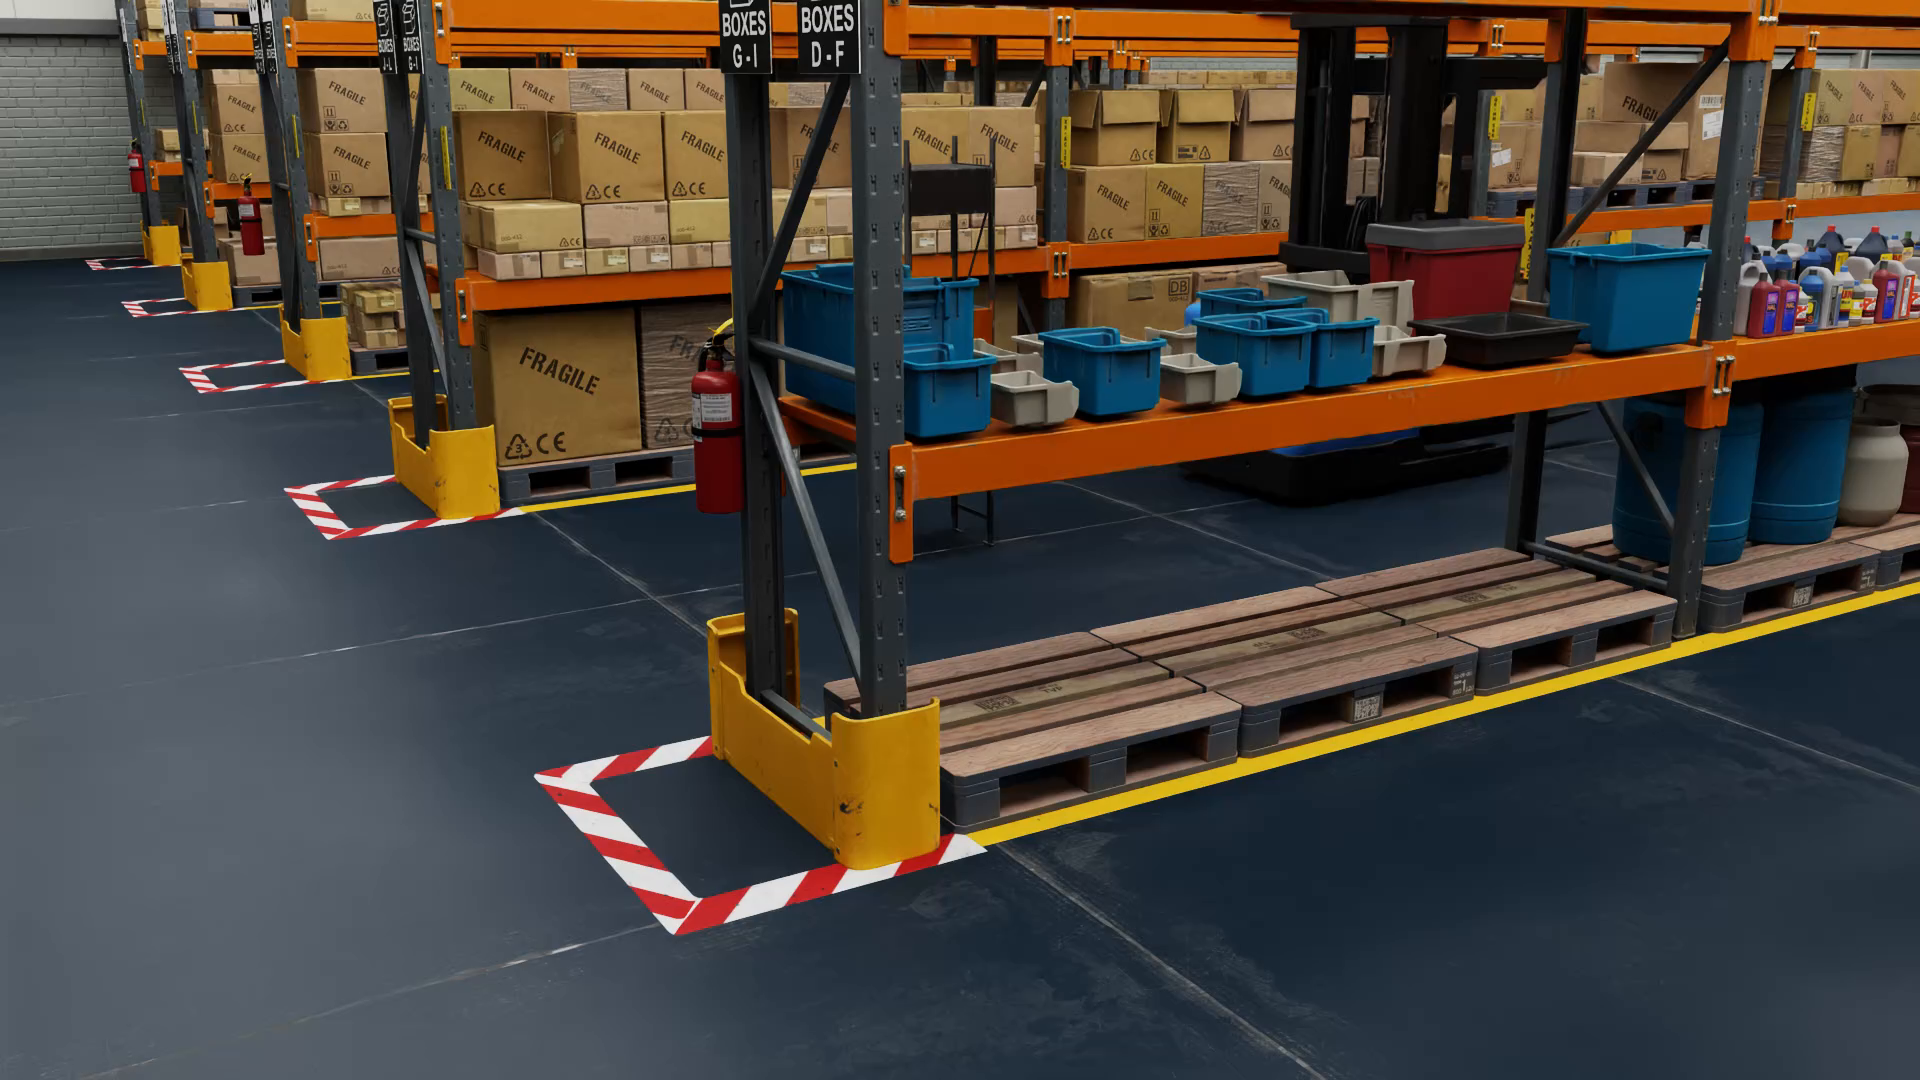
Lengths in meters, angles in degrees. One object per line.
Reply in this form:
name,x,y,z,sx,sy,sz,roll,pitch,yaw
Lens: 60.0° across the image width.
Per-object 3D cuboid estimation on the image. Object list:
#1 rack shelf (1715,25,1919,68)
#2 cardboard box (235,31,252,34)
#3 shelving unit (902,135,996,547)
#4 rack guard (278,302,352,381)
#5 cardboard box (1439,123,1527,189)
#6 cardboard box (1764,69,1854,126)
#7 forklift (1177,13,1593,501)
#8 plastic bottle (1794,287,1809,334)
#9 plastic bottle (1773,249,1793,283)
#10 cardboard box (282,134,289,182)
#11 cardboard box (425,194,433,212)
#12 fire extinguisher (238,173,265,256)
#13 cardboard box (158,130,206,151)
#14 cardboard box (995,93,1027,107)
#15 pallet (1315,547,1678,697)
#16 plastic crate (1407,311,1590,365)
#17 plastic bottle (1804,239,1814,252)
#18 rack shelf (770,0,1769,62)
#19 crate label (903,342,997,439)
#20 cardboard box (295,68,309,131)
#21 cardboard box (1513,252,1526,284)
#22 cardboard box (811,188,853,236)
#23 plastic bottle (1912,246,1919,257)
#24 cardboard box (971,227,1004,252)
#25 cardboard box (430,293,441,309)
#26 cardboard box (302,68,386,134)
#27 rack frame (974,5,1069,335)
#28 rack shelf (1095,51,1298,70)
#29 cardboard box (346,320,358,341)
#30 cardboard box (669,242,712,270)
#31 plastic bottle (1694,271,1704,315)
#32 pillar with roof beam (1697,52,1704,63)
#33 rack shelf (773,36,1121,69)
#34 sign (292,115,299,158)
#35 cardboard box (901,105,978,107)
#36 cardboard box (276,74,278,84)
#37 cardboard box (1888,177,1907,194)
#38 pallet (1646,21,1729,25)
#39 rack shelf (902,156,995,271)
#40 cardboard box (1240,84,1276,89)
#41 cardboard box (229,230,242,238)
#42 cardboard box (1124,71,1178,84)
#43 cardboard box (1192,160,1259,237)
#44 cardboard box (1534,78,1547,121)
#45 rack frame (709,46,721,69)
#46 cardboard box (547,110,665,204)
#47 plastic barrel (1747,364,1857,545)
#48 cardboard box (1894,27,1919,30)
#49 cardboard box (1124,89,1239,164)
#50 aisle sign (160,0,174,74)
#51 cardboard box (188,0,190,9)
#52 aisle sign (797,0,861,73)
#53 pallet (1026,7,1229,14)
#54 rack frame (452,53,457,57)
rack shelf,8.975,-4.757,16.098,4.000,0.370,1.077,-9,18,-30
cardboard box,-9.368,-6.591,21.772,0.250,0.149,0.380,-9,18,-30
shelving unit,-0.142,-0.988,8.544,0.503,2.100,0.431,-9,18,-30
rack guard,-5.428,-1.681,13.982,0.348,0.500,1.175,-9,18,-30
cardboard box,4.274,-3.160,13.661,0.500,0.500,0.500,-12,20,-36
cardboard box,7.778,-4.057,15.238,0.500,0.500,0.500,-9,18,-30
forklift,2.843,-1.921,10.334,3.031,2.935,1.130,-11,19,-33
plastic bottle,3.692,-1.018,7.353,0.097,0.201,0.097,0,16,0
plastic bottle,4.067,-1.304,8.242,0.097,0.271,0.097,0,16,0
cardboard box,-7.150,-4.131,17.904,0.500,0.500,0.500,-10,18,-31
cardboard box,-4.440,-2.860,14.022,0.250,0.149,0.380,-8,18,-27
fire extinguisher,-5.947,-2.729,13.924,0.183,0.674,0.296,-9,18,-30
cardboard box,-10.161,-5.225,21.720,0.500,0.250,0.500,-9,18,-29
cardboard box,0.561,-5.737,22.306,0.500,0.500,0.500,-10,19,-32
pallet,2.344,0.331,7.338,1.213,0.211,1.003,-9,18,-30
plastic crate,2.133,-0.802,6.611,0.590,0.125,0.437,-9,18,-30
plastic bottle,4.360,-1.411,8.602,0.133,0.283,0.061,-9,18,-30
rack shelf,1.240,-1.943,6.059,4.000,0.370,1.077,-9,18,-30
crate label,-0.093,-0.473,5.240,0.303,0.233,0.416,-9,18,-30
cardboard box,-5.229,-3.668,13.850,0.500,0.500,0.500,-10,18,-31
cardboard box,4.391,-2.294,13.964,0.500,0.250,0.500,-8,18,-27
cardboard box,-0.720,-2.074,10.479,0.500,0.250,0.500,-9,18,-29
plastic bottle,5.221,-1.505,9.091,0.097,0.201,0.097,0,16,0
cardboard box,0.090,-1.994,10.931,0.250,0.149,0.380,-9,18,-29
cardboard box,-4.413,-2.056,14.089,0.250,0.149,0.380,-9,18,-30
cardboard box,-4.972,-3.548,13.422,0.500,0.500,0.500,-9,18,-30
rack frame,0.403,-2.269,11.446,0.127,3.000,1.000,-9,18,-30
rack shelf,3.872,-7.050,24.277,4.000,0.370,1.077,-9,18,-30
cardboard box,-5.149,-1.825,14.368,0.250,0.149,0.380,-9,18,-29
cardboard box,-1.671,-1.708,9.912,0.250,0.149,0.380,-10,18,-31
plastic bottle,3.519,-1.181,7.935,0.097,0.201,0.097,0,16,0
pillar with roof beam,19.612,-11.884,34.633,0.400,9.000,9.100,-9,18,-30
rack shelf,-0.350,-4.806,16.274,4.000,0.370,1.077,-9,18,-30
sign,-5.214,-3.166,13.042,0.005,0.325,0.100,-9,18,-30
cardboard box,-0.139,-2.694,11.299,0.500,0.500,0.500,-9,18,-30
cardboard box,-7.212,-4.895,17.577,0.250,0.149,0.380,-9,18,-28
cardboard box,8.879,-3.432,16.061,0.250,0.149,0.380,-9,18,-30
pallet,5.789,-4.529,14.299,1.003,0.211,1.213,-9,18,-30
rack shelf,-0.142,-1.649,8.359,0.480,0.518,0.431,-9,18,-30
cardboard box,3.064,-4.790,18.402,0.500,0.500,0.700,-9,18,-30
cardboard box,-9.731,-4.096,22.469,0.250,0.149,0.380,-10,19,-32
cardboard box,2.646,-6.358,23.444,0.500,0.500,0.700,-9,18,-30
cardboard box,1.786,-2.463,11.953,0.500,0.500,0.500,-10,18,-31
cardboard box,6.910,-5.504,20.709,0.550,0.550,0.875,-9,18,-30
rack frame,-2.064,-3.430,15.590,0.127,3.000,1.000,-9,18,-30
cardboard box,-2.046,-2.219,9.605,0.500,0.500,0.500,-10,18,-31
plastic barrel,4.036,-0.485,8.192,0.708,0.901,0.600,-9,18,-30
cardboard box,8.661,-4.898,15.545,0.500,0.250,0.500,-10,19,-32
cardboard box,1.541,-2.983,11.952,0.637,0.503,0.797,-9,18,-29
aisle sign,-8.350,-5.319,17.512,0.004,0.787,0.394,-9,18,-30
cardboard box,-9.733,-6.980,21.495,0.500,0.250,0.500,-9,18,-30
aisle sign,-0.383,-1.740,4.743,0.004,0.787,0.394,-9,18,-30
pallet,1.164,-3.760,11.563,1.217,0.209,0.805,-10,19,-32
rack frame,-7.260,-5.710,23.721,0.127,3.000,1.000,-9,18,-30
